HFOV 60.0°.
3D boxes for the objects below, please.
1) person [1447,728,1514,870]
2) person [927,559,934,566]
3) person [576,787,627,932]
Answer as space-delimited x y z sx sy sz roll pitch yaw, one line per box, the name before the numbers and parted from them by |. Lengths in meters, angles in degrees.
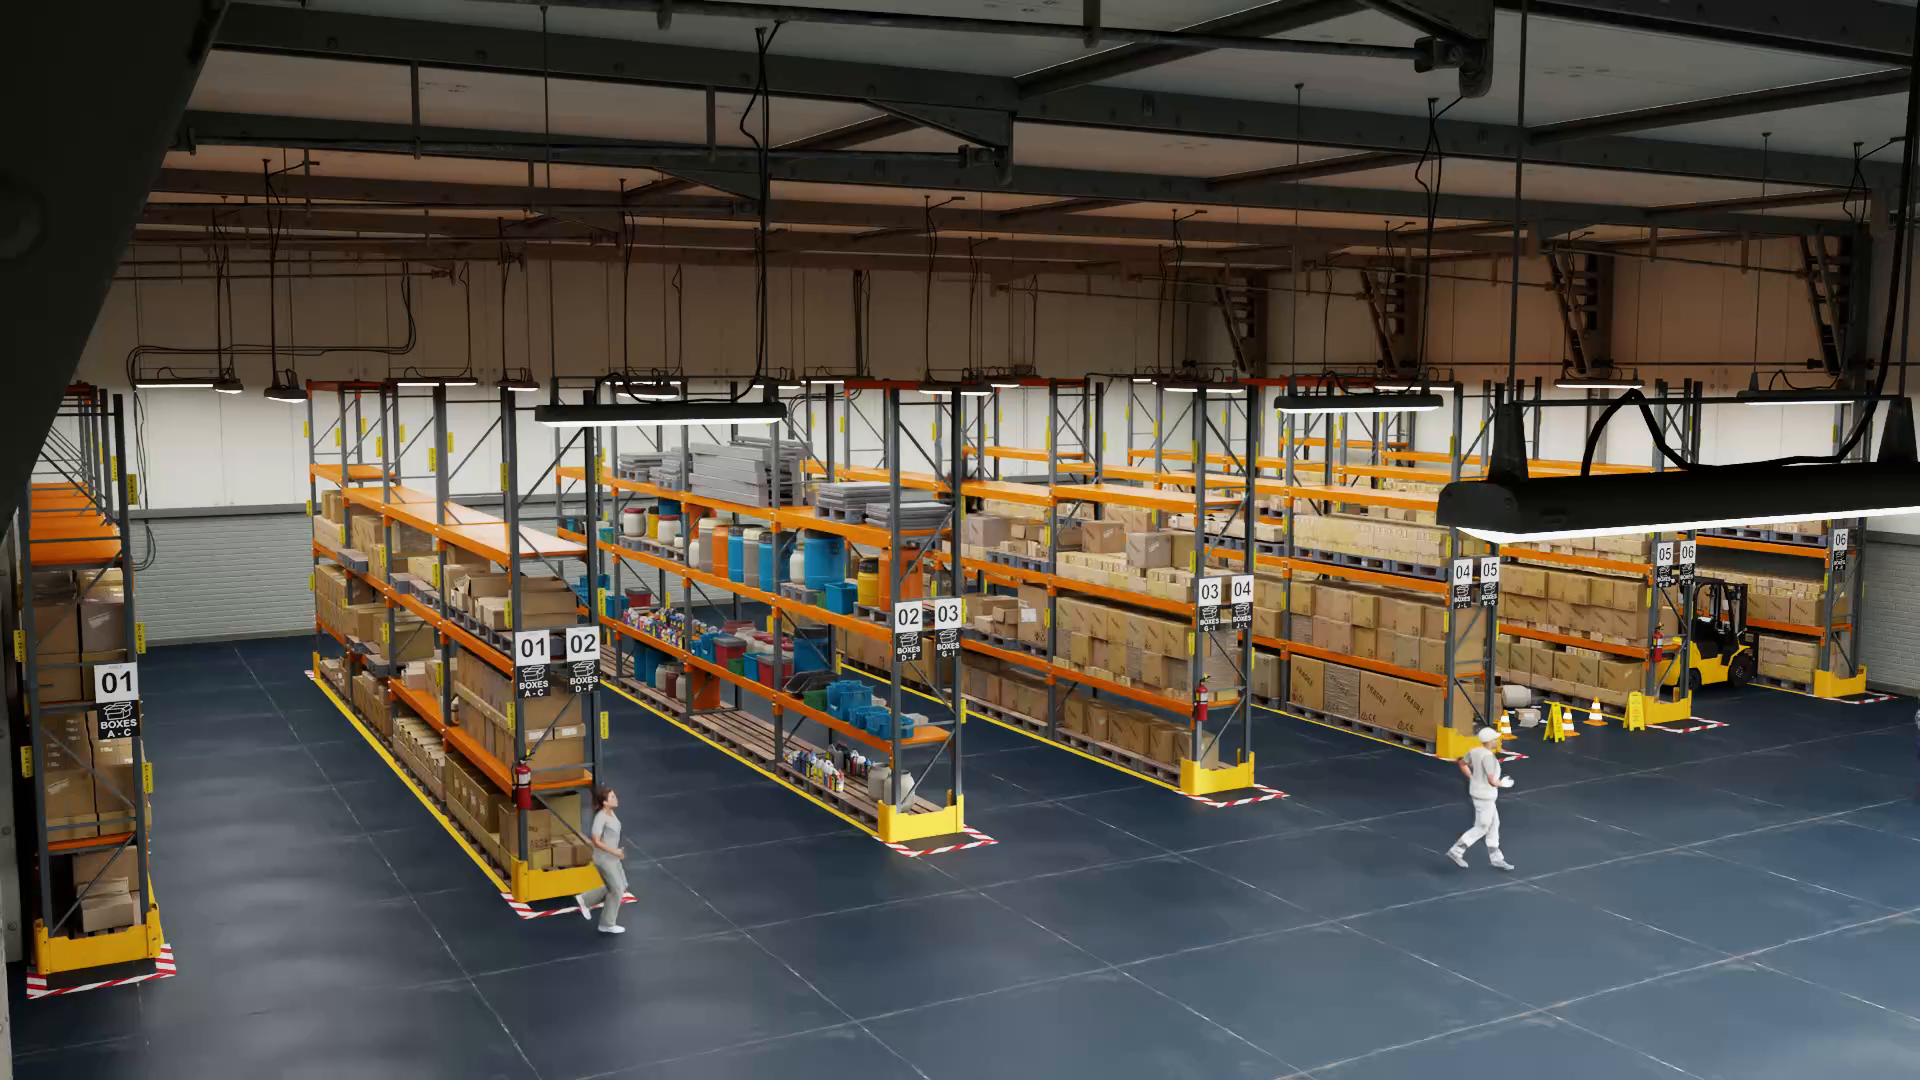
person | 6.511 3.230 20.737 0.883 1.807 0.682 0 6 0
person | -0.701 1.121 41.683 0.631 1.625 0.748 -6 9 -44
person | -4.000 3.567 18.596 0.618 1.638 0.608 0 6 3
